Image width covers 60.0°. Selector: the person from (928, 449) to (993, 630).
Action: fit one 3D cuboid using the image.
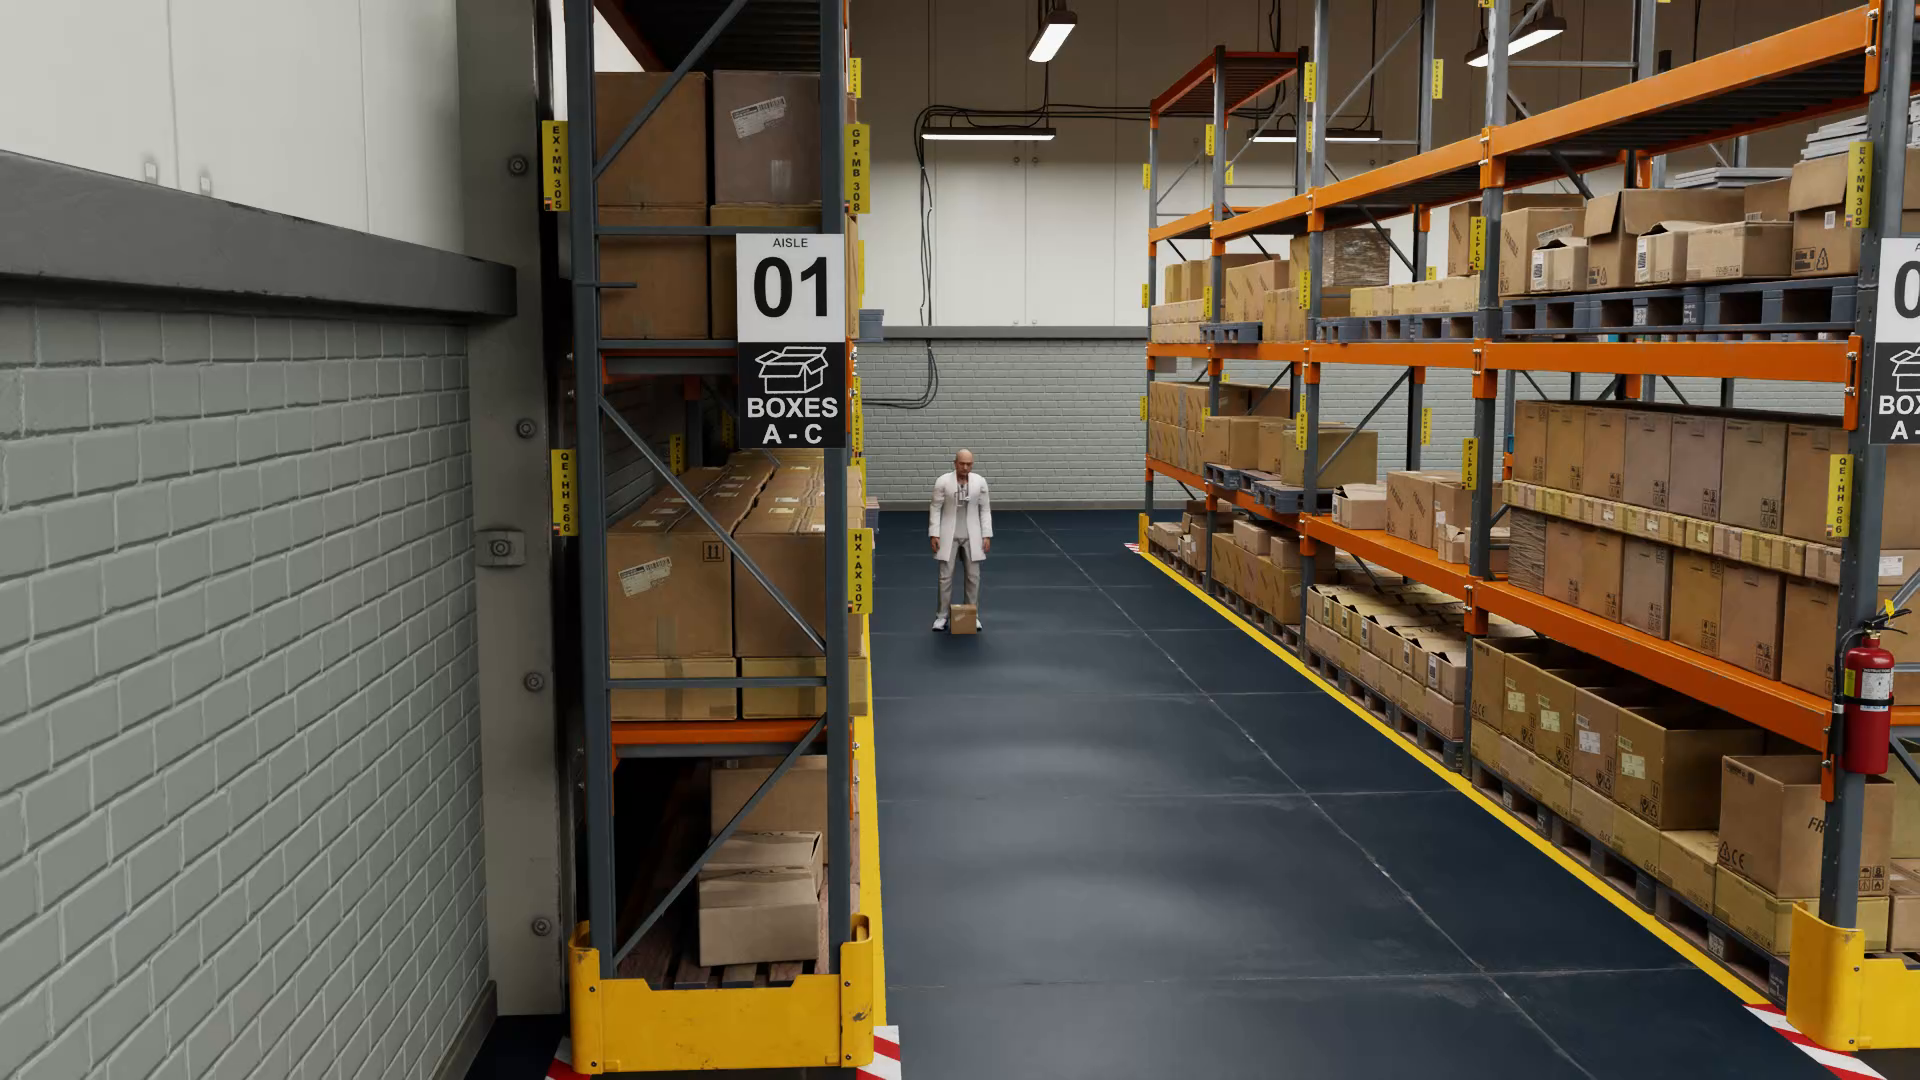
[{"bbox_3d":[0.006,-0.011,16.405,0.645,1.772,0.430,-1,7,-7],"label":"person"}]
